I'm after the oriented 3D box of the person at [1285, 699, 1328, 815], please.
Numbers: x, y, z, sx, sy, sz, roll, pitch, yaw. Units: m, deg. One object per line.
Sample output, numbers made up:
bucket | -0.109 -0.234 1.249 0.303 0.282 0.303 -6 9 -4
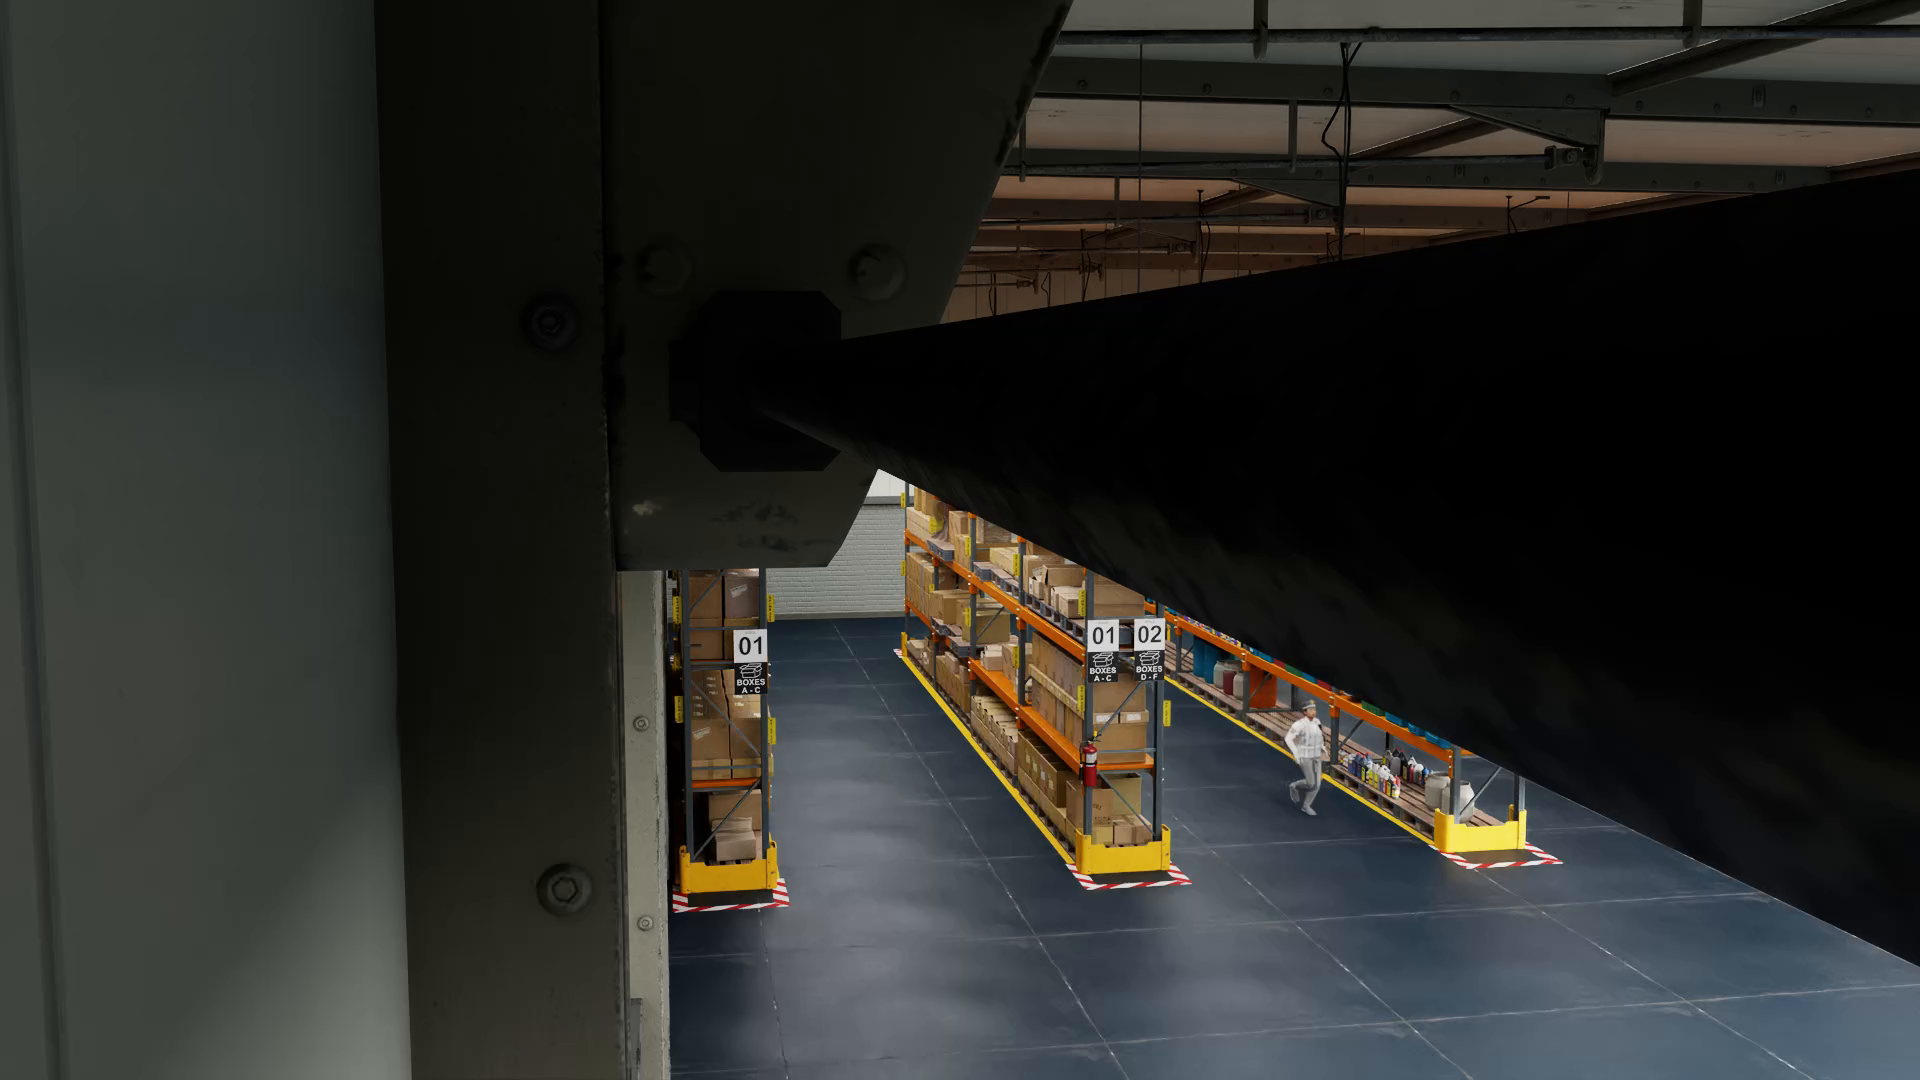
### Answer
person | 4.950 3.072 23.586 0.626 1.654 0.551 -3 7 -25
